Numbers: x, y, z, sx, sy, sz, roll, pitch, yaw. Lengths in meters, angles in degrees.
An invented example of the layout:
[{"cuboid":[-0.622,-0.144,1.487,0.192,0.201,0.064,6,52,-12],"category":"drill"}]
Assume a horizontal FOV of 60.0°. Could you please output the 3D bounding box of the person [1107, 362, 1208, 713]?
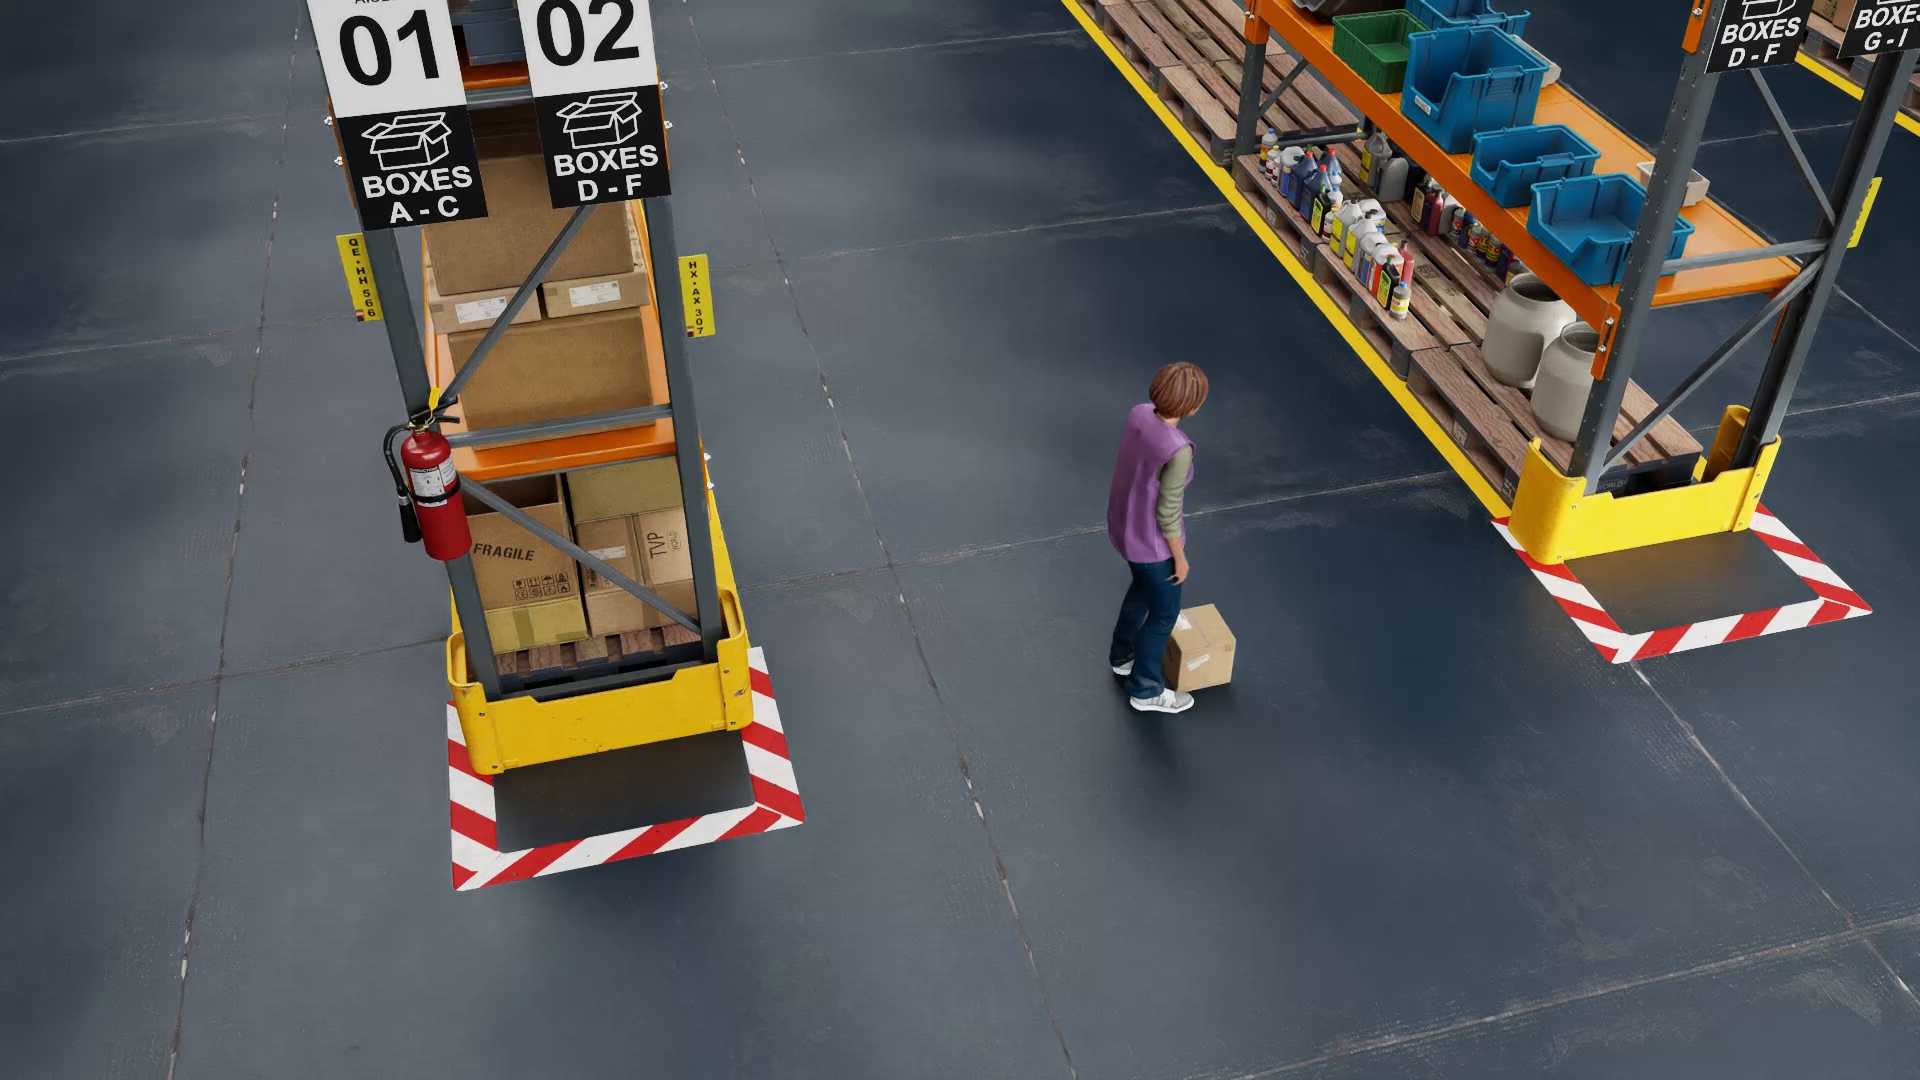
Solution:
[{"cuboid":[0.784,-0.009,6.734,0.349,1.591,0.480,-12,40,-14],"category":"person"}]
